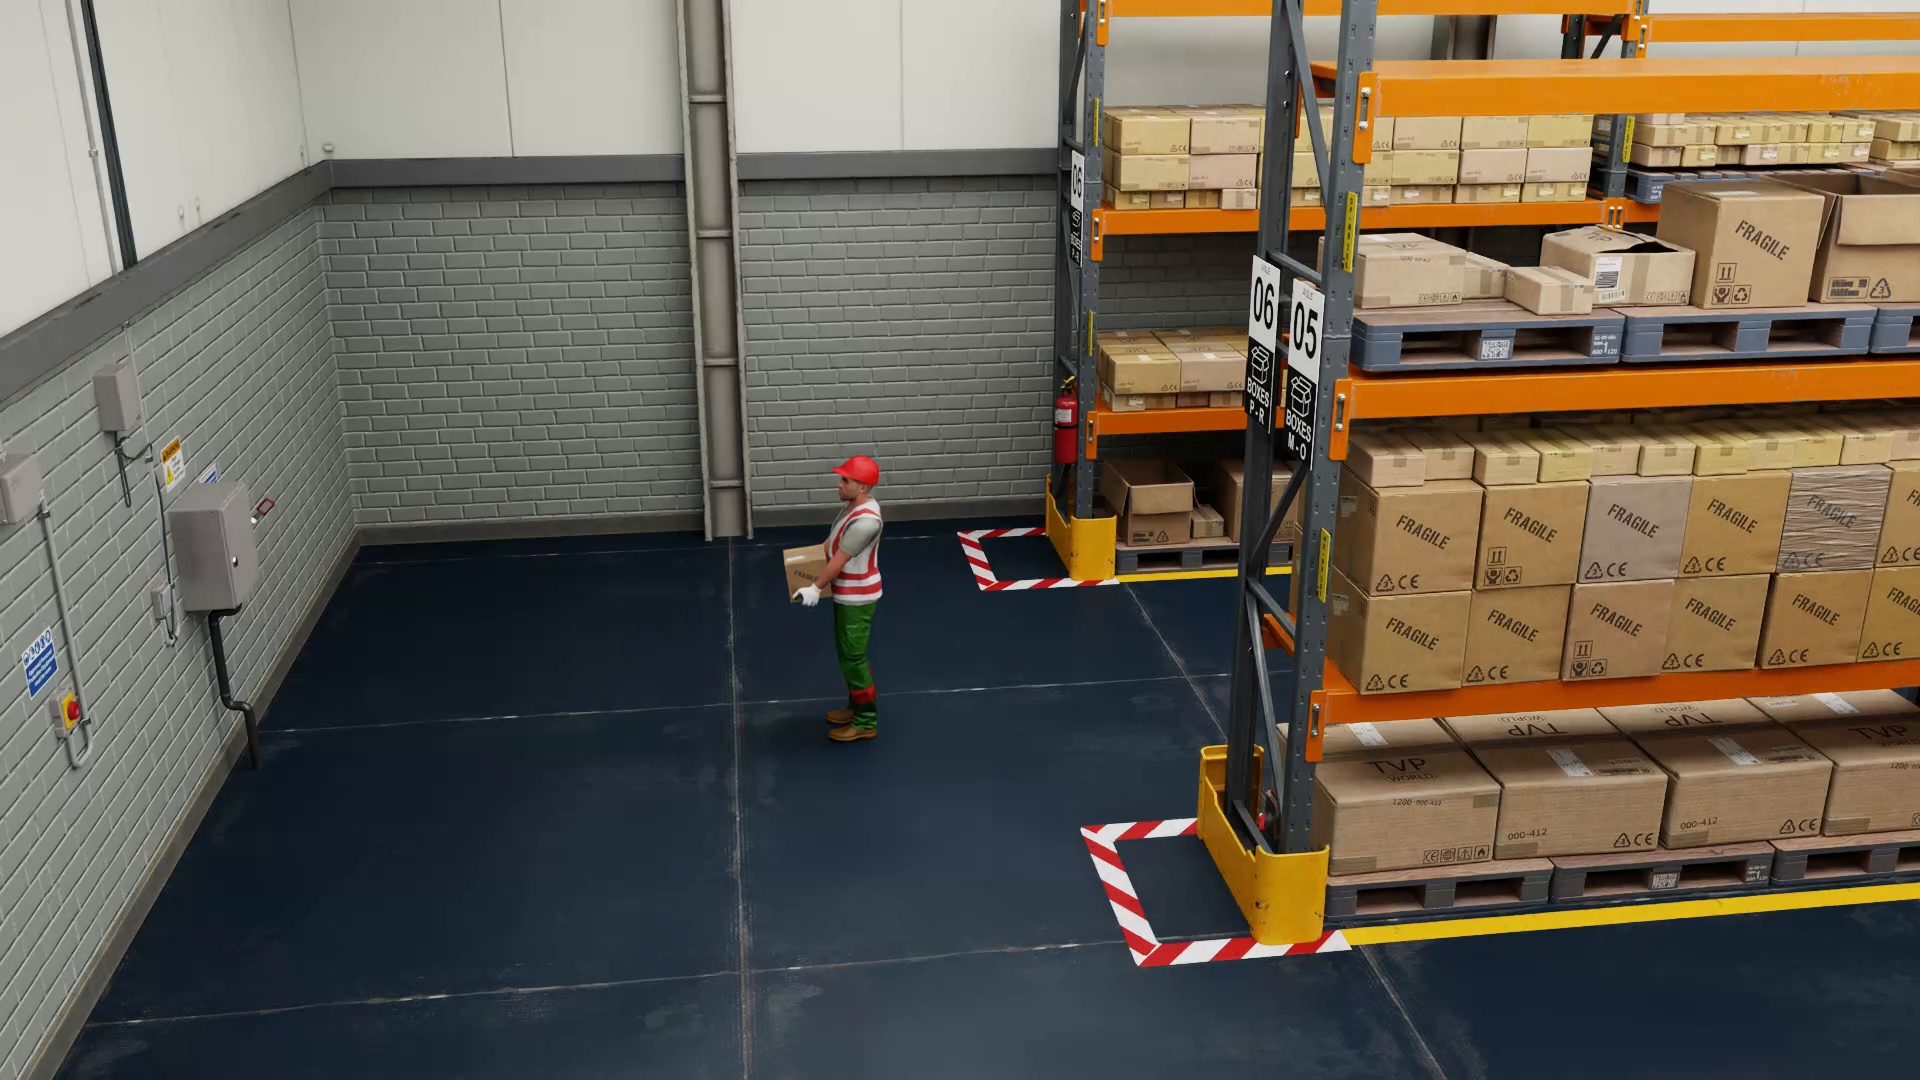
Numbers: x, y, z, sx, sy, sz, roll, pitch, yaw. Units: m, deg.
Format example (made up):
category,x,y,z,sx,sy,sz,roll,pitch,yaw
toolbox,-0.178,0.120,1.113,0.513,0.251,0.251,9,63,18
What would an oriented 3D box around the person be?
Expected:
category,x,y,z,sx,sy,sz,roll,pitch,yaw
person,-0.741,0.349,10.071,0.555,1.784,0.494,-3,20,-7
